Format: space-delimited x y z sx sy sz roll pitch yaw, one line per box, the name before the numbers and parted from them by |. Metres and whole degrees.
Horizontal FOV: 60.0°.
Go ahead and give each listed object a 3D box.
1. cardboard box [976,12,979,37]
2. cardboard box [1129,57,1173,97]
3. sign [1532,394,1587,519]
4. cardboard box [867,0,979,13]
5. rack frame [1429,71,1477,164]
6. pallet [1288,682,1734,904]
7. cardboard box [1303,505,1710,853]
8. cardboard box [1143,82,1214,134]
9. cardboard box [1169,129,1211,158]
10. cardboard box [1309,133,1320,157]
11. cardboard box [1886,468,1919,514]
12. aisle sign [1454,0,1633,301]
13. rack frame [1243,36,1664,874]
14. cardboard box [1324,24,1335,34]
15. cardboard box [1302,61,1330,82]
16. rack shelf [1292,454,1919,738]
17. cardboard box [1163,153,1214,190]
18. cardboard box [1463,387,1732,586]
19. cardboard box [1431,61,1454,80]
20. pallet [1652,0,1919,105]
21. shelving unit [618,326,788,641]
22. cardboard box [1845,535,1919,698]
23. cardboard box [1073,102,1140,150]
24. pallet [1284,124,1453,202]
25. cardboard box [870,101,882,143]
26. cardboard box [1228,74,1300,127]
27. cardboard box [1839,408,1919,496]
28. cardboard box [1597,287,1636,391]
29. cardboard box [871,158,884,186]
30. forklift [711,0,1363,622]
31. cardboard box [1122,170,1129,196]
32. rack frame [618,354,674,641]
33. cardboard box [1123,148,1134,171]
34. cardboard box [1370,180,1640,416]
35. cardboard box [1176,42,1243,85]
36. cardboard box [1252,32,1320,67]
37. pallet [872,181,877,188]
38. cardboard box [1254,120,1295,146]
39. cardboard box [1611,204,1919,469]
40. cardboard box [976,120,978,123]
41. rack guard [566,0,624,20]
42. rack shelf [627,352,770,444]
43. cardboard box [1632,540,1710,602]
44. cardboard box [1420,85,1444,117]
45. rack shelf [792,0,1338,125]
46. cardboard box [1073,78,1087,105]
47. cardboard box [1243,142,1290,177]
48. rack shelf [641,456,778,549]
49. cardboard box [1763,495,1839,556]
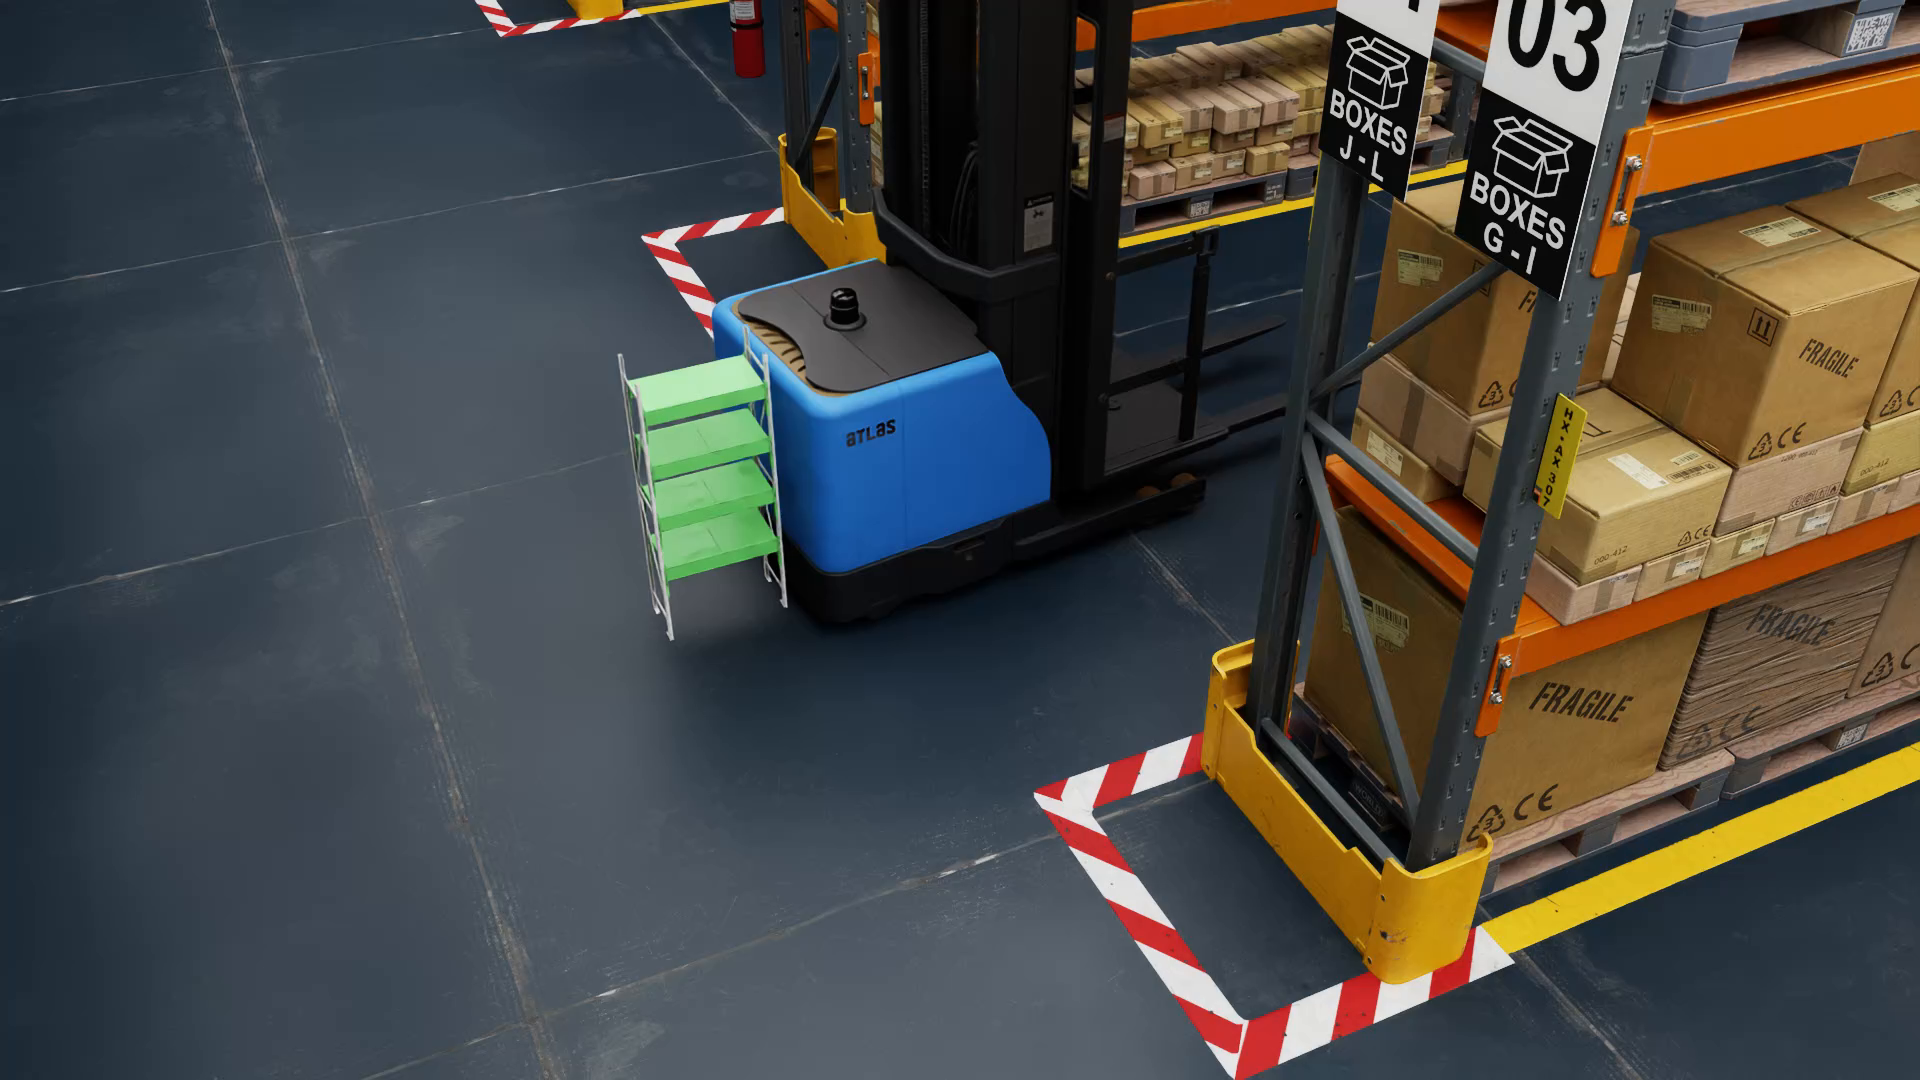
cardboard box | -0.080 -2.723 8.614 0.250 0.149 0.380 -14 39 -18
cardboard box | 1.070 -2.749 9.980 0.250 0.149 0.380 -15 39 -20
sign | 1.521 -0.210 4.222 0.005 0.325 0.100 -16 39 -20
cardboard box | -0.202 -2.956 8.384 0.500 0.500 0.500 -14 39 -18
rack frame | 2.895 -3.844 9.915 0.127 3.000 1.000 -16 39 -20
pallet | 1.981 0.744 6.070 1.213 0.211 1.003 -16 39 -20
cardboard box | 1.836 0.348 5.693 0.875 0.875 0.875 -16 39 -20
cardboard box | 1.263 -2.503 9.647 0.250 0.149 0.380 -16 39 -20
cardboard box | 1.269 -2.396 9.754 0.250 0.149 0.380 -14 39 -18
cardboard box | 2.203 -2.462 10.093 0.250 0.149 0.380 -17 40 -21
cardboard box | 2.915 -0.269 5.306 0.250 0.149 0.380 -16 39 -20
aisle sign | 1.353 -0.995 3.892 0.004 0.787 0.394 -16 39 -20
rack frame | 1.290 -0.131 4.909 0.127 3.000 1.000 -16 39 -20
cardboard box | 2.495 -3.131 10.495 0.250 0.149 0.380 -14 39 -18
cardboard box | 2.247 -2.723 9.945 0.250 0.149 0.380 -16 39 -20
rack shelf | 3.101 -0.349 5.806 4.000 0.370 1.077 -16 39 -20
cardboard box | 1.279 -2.214 9.758 0.250 0.149 0.380 -16 39 -20
cardboard box | 1.840 -0.166 4.833 0.500 0.250 0.500 -17 40 -21
cardboard box | 3.458 -3.332 10.970 0.500 0.500 0.500 -16 40 -21
pallet | 1.957 -1.494 4.303 1.213 0.211 1.003 -16 39 -20
shelving unit | -0.991 -0.205 6.519 0.503 1.200 0.258 -16 39 -20
cardboard box | 3.465 -0.107 6.308 0.875 0.875 0.875 -16 39 -20
cardboard box | 0.818 -2.345 9.436 0.250 0.149 0.380 -14 39 -18
pallet | 2.302 -2.535 10.491 1.213 0.211 1.003 -16 39 -20
cardboard box | -0.354 -2.365 9.462 0.250 0.149 0.380 -15 39 -19
cardboard box | 1.773 -2.581 9.754 0.250 0.149 0.380 -18 40 -22
cardboard box | 2.764 -0.427 5.184 0.500 0.250 0.500 -17 40 -21
cardboard box | 2.076 -0.584 5.396 0.500 0.250 0.500 -16 40 -21
cardboard box | -0.338 -2.101 9.605 0.250 0.149 0.380 -15 39 -19
forklift | 0.500 -1.498 6.809 3.031 2.935 1.130 -20 41 -25
cardboard box | 0.777 -2.114 9.623 0.250 0.149 0.380 -16 39 -20
rack frame | -1.212 -0.143 6.435 0.015 1.200 0.240 -16 39 -20
cardboard box | 0.792 -2.242 9.546 0.250 0.149 0.380 -18 40 -22
cardboard box | 1.620 -0.757 4.999 0.500 0.500 0.500 -15 39 -19
cardboard box | 1.521 -2.904 10.189 0.250 0.149 0.380 -15 39 -19
cardboard box | 2.013 -3.003 10.322 0.250 0.149 0.380 -16 40 -21
pallet | 0.094 -1.917 9.658 1.213 0.211 1.003 -16 39 -20
cardboard box | 1.779 -2.498 9.891 0.250 0.149 0.380 -15 39 -19
cardboard box | 2.292 -0.594 4.780 0.500 0.500 0.500 -17 40 -21
cardboard box | 0.092 -2.178 9.210 0.250 0.149 0.380 -15 39 -19
rack guard | -2.942 -4.465 12.851 0.348 0.500 1.175 -16 39 -20
rack shelf | -0.991 -0.539 6.271 0.480 0.148 0.258 -16 39 -20
cardboard box | 1.984 -0.008 4.954 0.250 0.149 0.380 -16 40 -21
cardboard box | 2.745 -2.736 10.212 0.250 0.149 0.380 -15 39 -19
rack shelf | 1.085 -3.049 9.447 4.000 0.370 1.077 -16 39 -20
cardboard box | 0.559 -2.661 9.861 0.250 0.149 0.380 -14 39 -18
cardboard box | 1.748 -2.323 9.904 0.250 0.149 0.380 -16 39 -20
rack shelf | -0.991 -0.153 6.557 0.480 0.148 0.258 -16 39 -20
cardboard box | 2.451 -0.140 5.131 0.250 0.149 0.380 -16 40 -21
